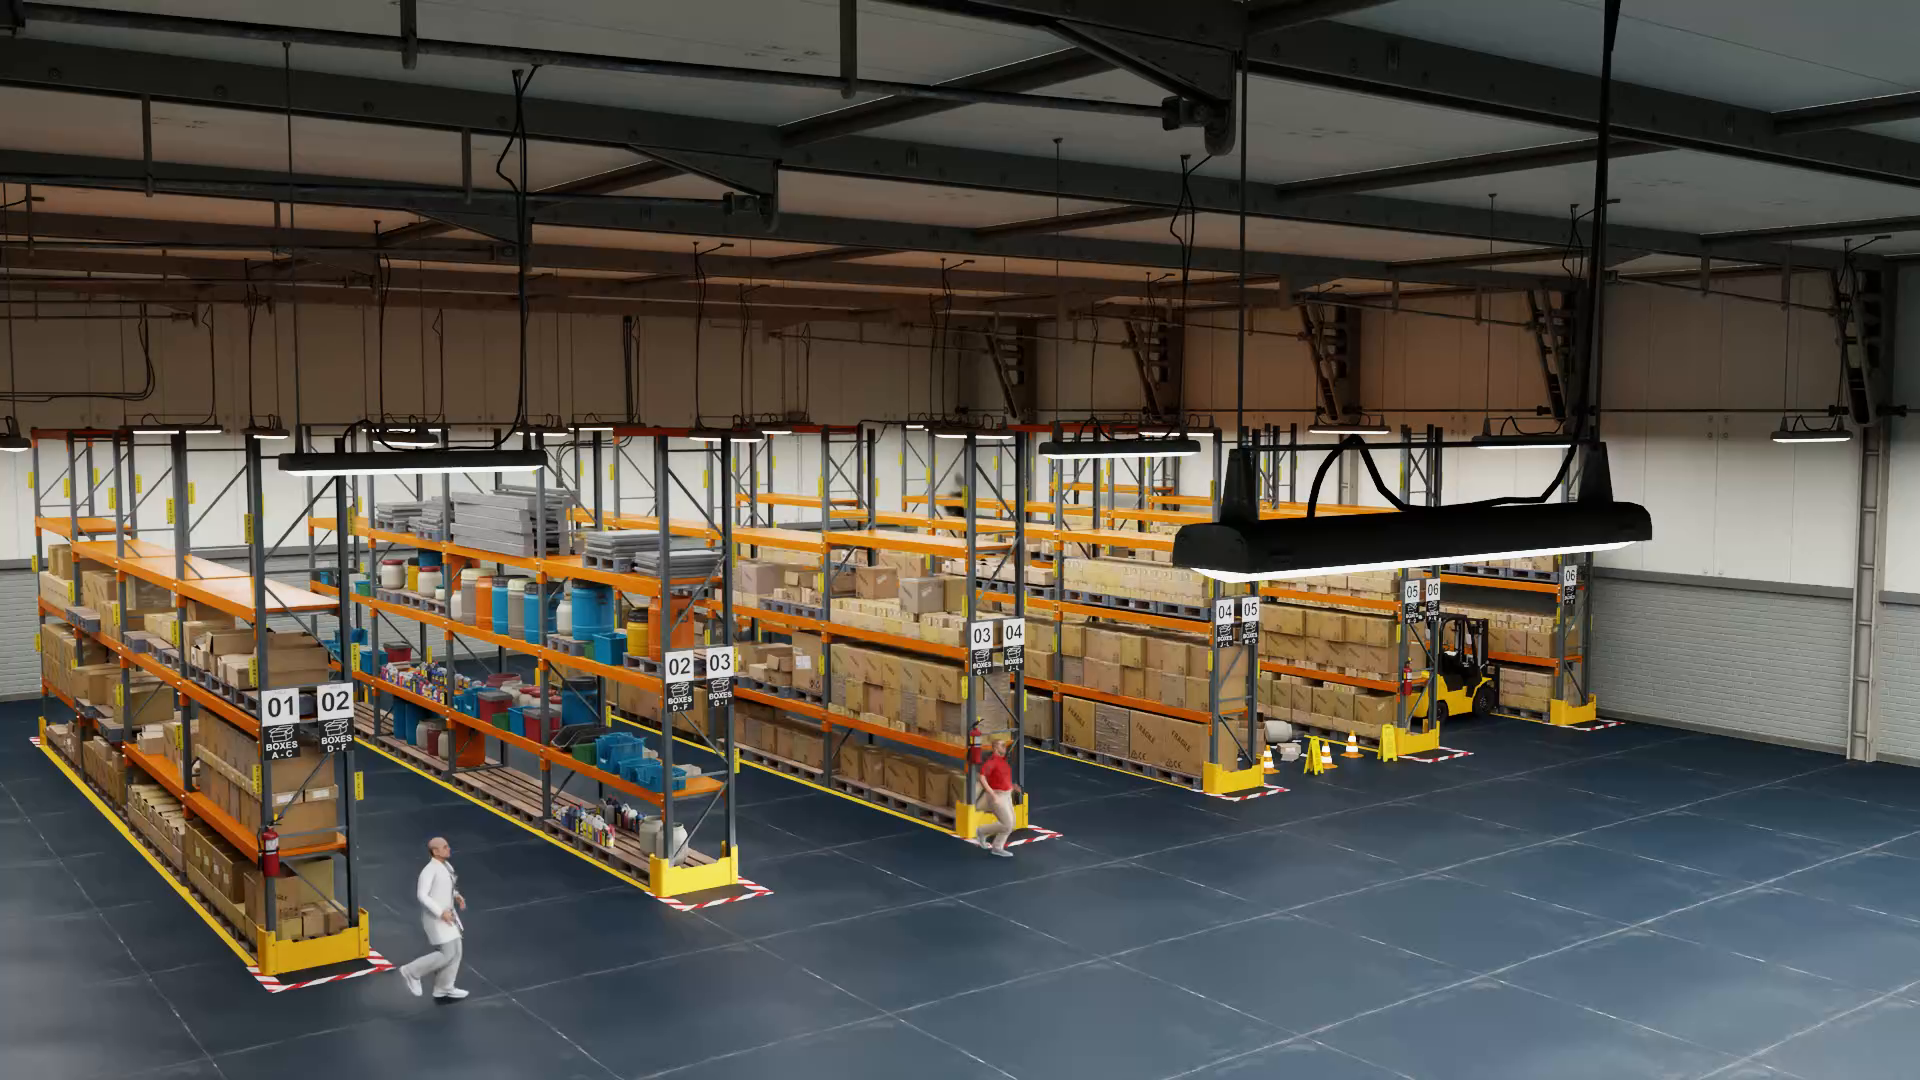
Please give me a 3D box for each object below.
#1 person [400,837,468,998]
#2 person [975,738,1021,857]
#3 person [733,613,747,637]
[{"bbox_3d":[-5.622,4.058,17.887,0.621,1.754,0.736,0,4,-3],"label":"person"},{"bbox_3d":[0.547,3.652,23.587,0.603,1.680,0.676,2,5,21],"label":"person"},{"bbox_3d":[-5.561,2.224,41.702,0.609,1.691,0.662,-2,5,-22],"label":"person"}]
